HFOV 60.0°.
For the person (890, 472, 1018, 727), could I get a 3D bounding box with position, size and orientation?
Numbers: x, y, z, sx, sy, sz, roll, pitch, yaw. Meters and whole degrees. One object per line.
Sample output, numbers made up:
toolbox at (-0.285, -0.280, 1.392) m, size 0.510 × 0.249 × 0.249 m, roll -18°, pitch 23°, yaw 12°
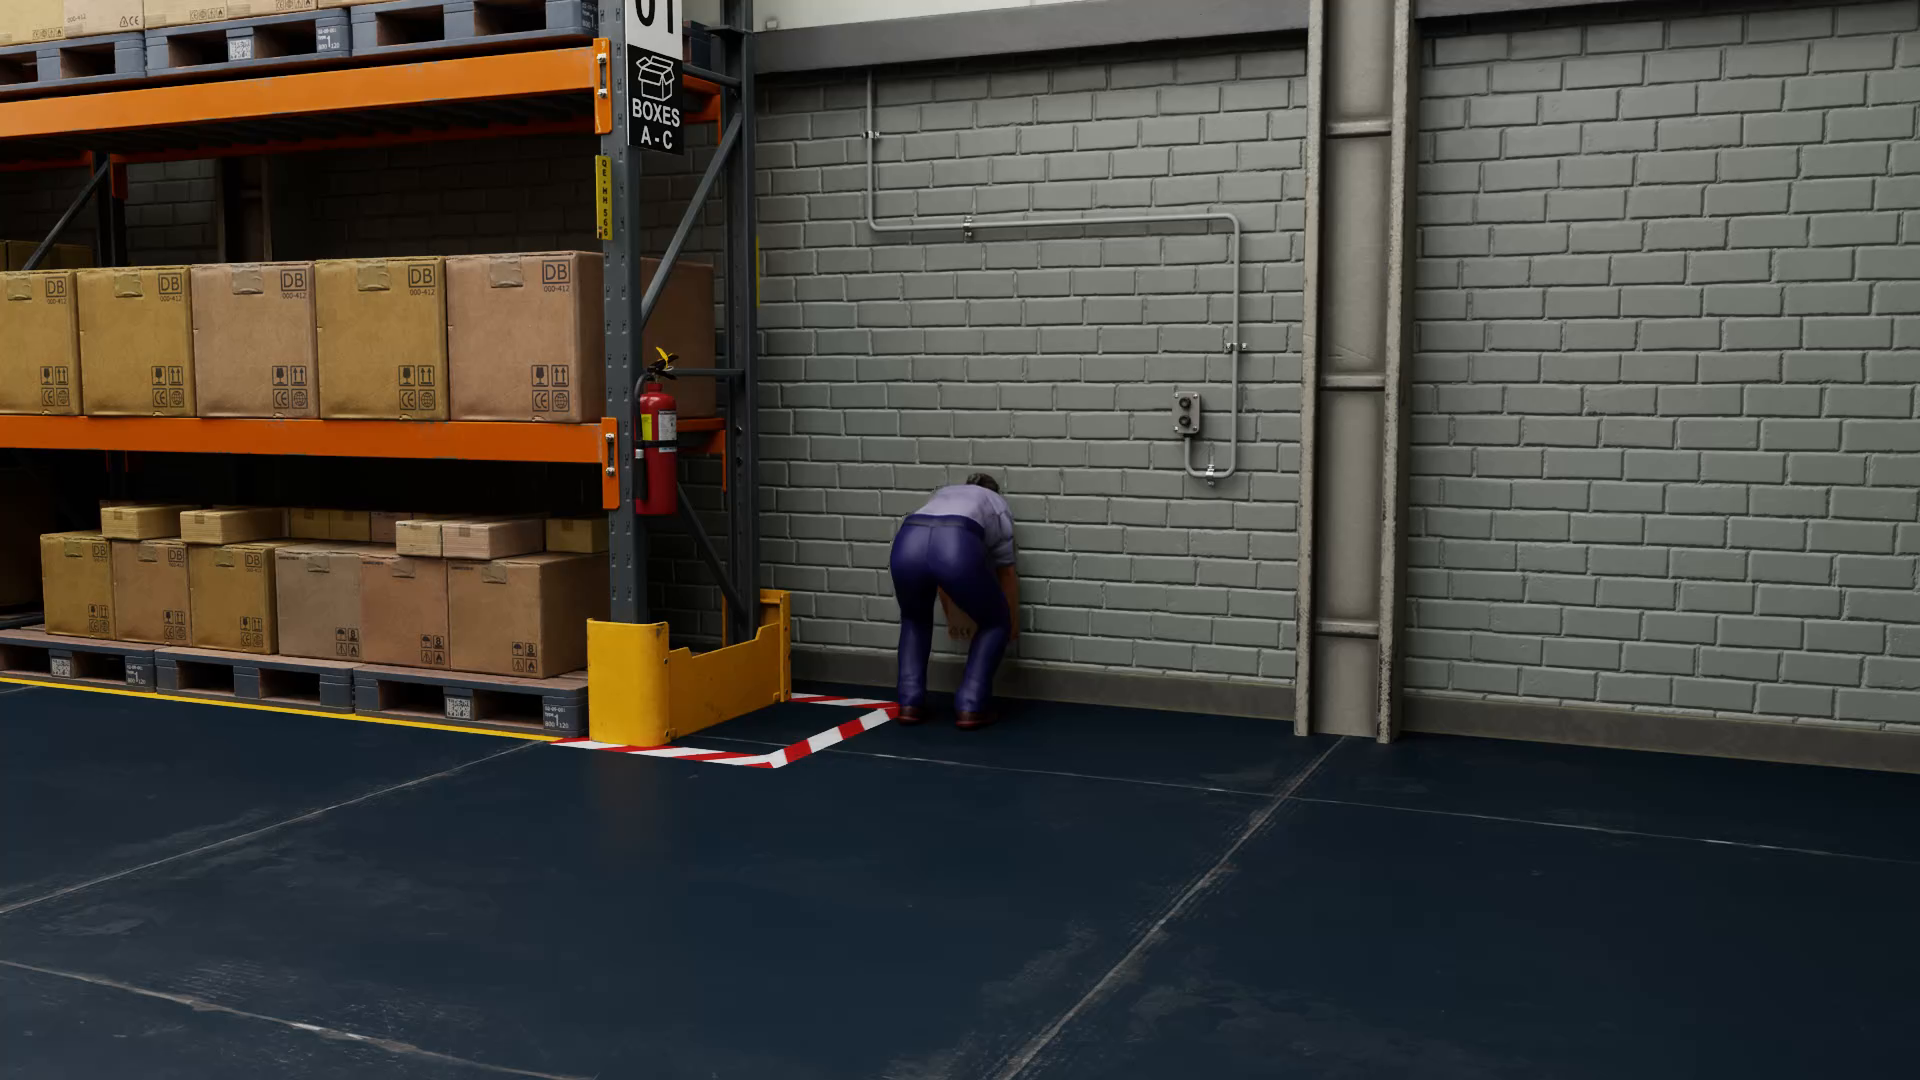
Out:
person at (-0.004, 0.250, 7.317) m, size 0.508 × 1.065 × 0.888 m, roll 2°, pitch 6°, yaw 19°
